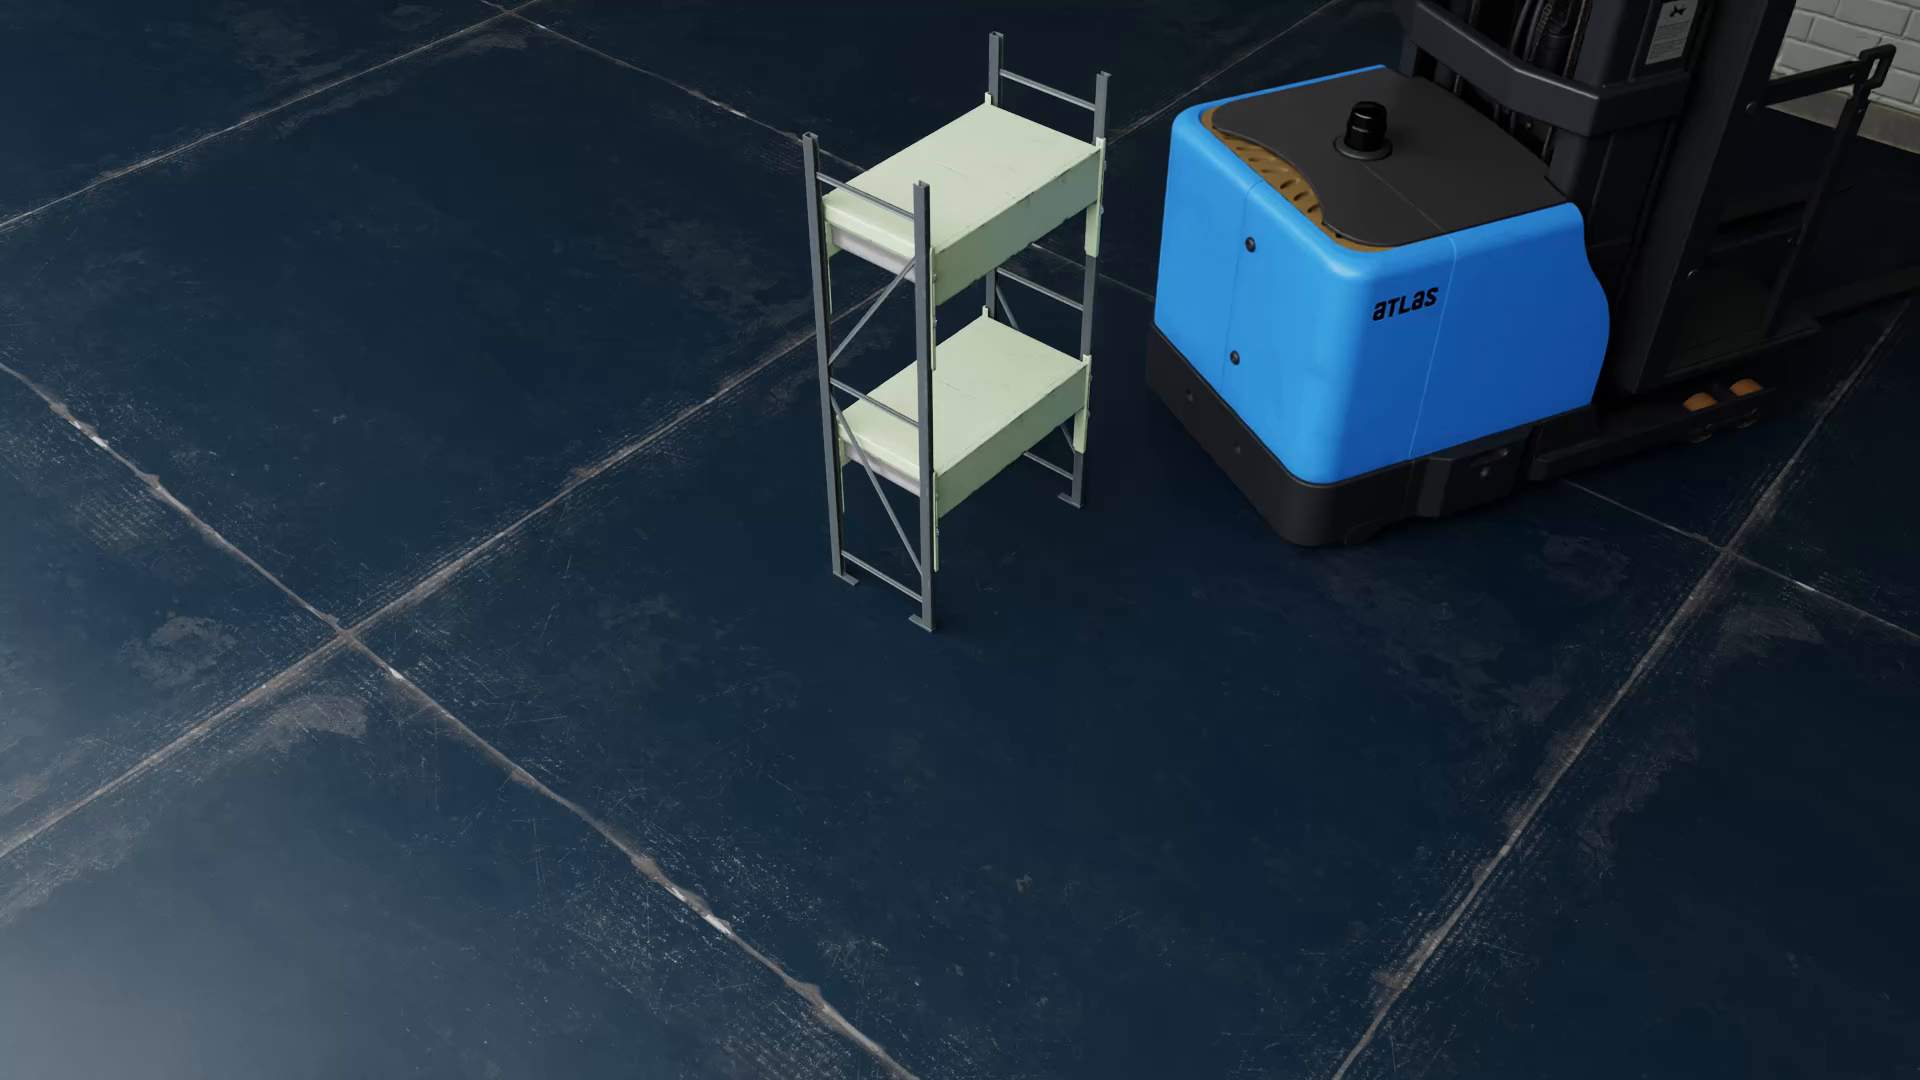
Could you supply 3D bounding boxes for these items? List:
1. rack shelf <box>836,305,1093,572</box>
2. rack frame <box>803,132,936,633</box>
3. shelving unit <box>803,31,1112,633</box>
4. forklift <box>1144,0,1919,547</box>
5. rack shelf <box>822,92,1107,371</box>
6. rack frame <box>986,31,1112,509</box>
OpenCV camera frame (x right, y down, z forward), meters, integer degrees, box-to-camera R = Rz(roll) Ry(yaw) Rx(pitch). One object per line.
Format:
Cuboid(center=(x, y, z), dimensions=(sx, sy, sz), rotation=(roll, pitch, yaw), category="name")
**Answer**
Cuboid(center=(0.004, -0.317, 4.969), dimensions=(0.431, 0.370, 0.720), rotation=(29, 50, 28), category="rack shelf")
Cuboid(center=(-0.231, -0.370, 4.542), dimensions=(0.400, 1.500, 0.023), rotation=(29, 50, 28), category="rack frame")
Cuboid(center=(0.004, -0.558, 4.749), dimensions=(0.431, 1.500, 0.755), rotation=(29, 50, 28), category="shelving unit")
Cuboid(center=(2.202, -1.722, 4.966), dimensions=(3.031, 2.935, 1.130), rotation=(-17, 45, -17), category="forklift")
Cuboid(center=(0.004, -0.847, 4.487), dimensions=(0.431, 0.370, 0.720), rotation=(29, 50, 28), category="rack shelf")
Cuboid(center=(0.240, -0.747, 4.957), dimensions=(0.400, 1.500, 0.023), rotation=(29, 50, 28), category="rack frame")
